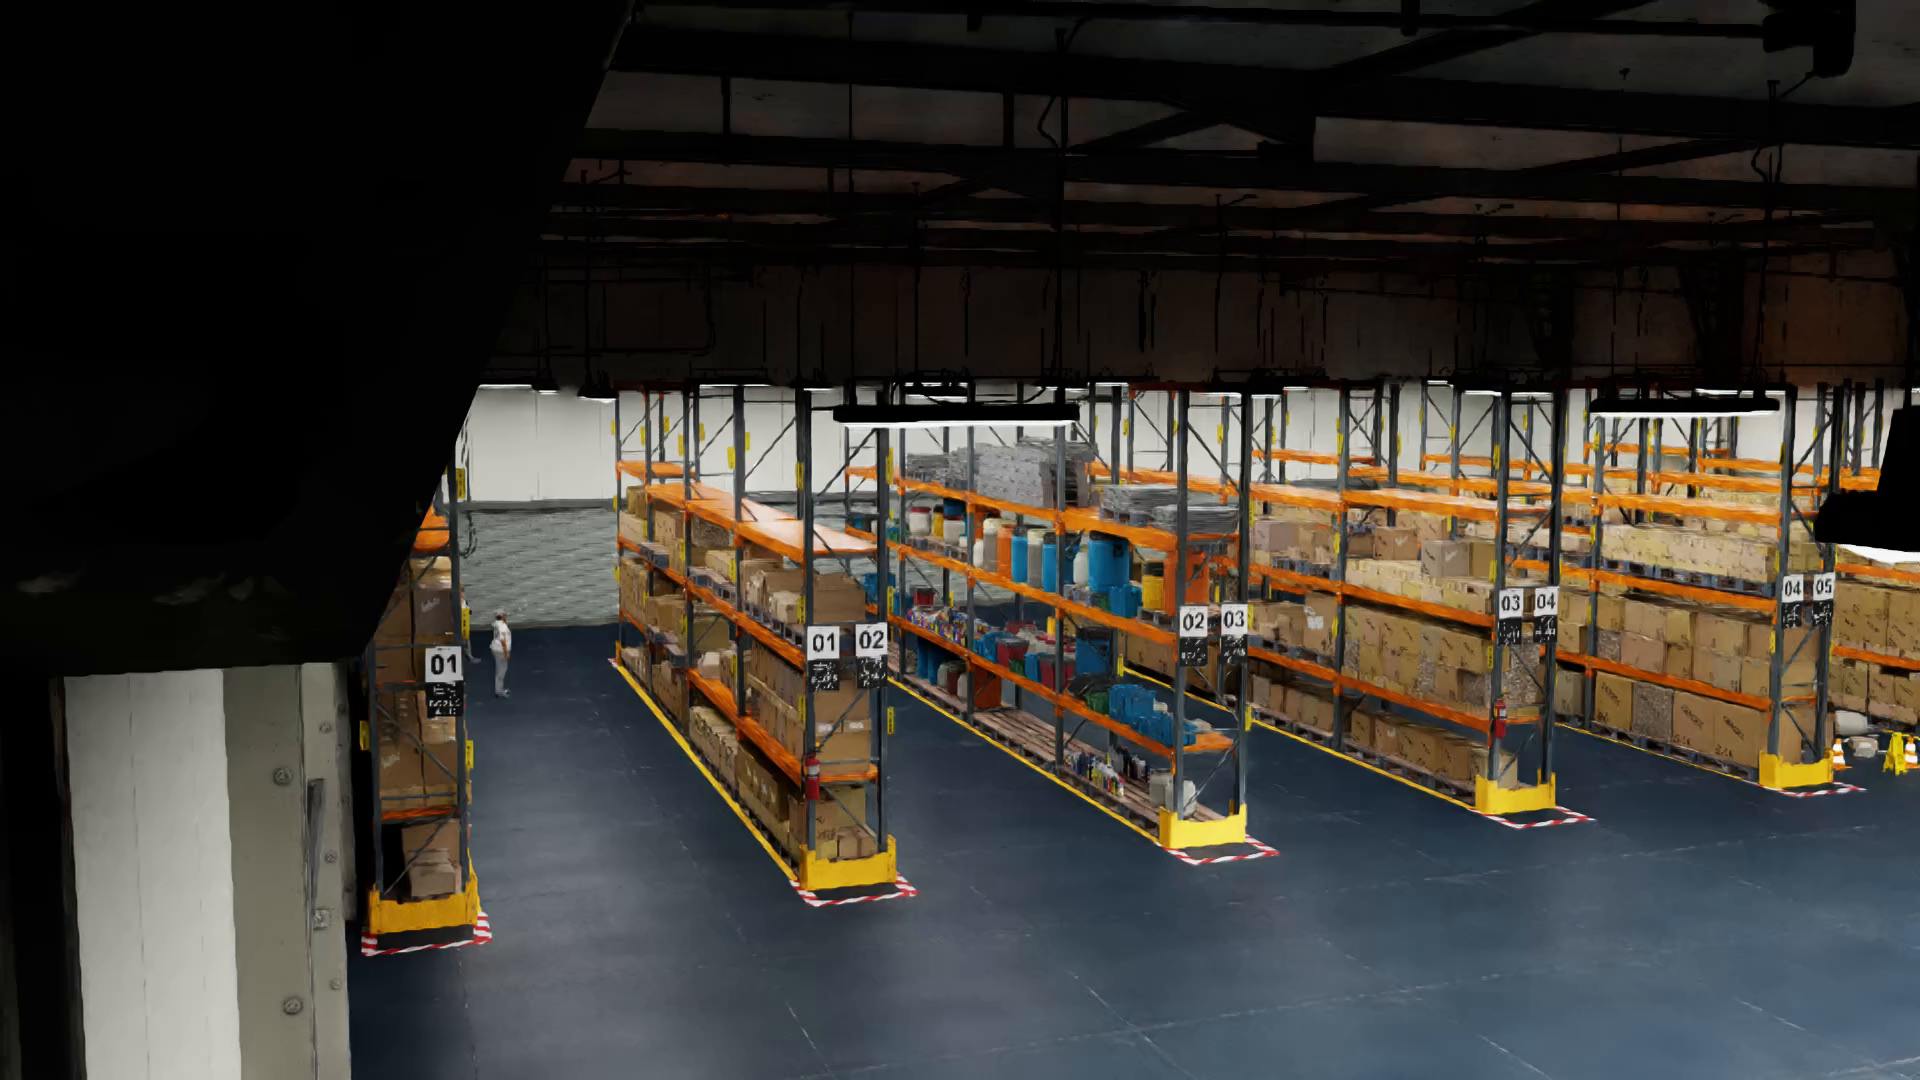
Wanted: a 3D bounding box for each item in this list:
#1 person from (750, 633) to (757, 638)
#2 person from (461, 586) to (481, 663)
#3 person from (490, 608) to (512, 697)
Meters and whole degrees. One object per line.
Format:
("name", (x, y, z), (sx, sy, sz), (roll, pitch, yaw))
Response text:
("person", (-3.970, 1.918, 33.913), (0.555, 1.673, 1.029), (-2, 6, -20))
("person", (-10.482, 1.793, 34.967), (0.516, 1.675, 0.672), (1, 6, 14))
("person", (-8.774, 2.132, 31.799), (0.390, 1.664, 0.610), (-4, 7, -30))
